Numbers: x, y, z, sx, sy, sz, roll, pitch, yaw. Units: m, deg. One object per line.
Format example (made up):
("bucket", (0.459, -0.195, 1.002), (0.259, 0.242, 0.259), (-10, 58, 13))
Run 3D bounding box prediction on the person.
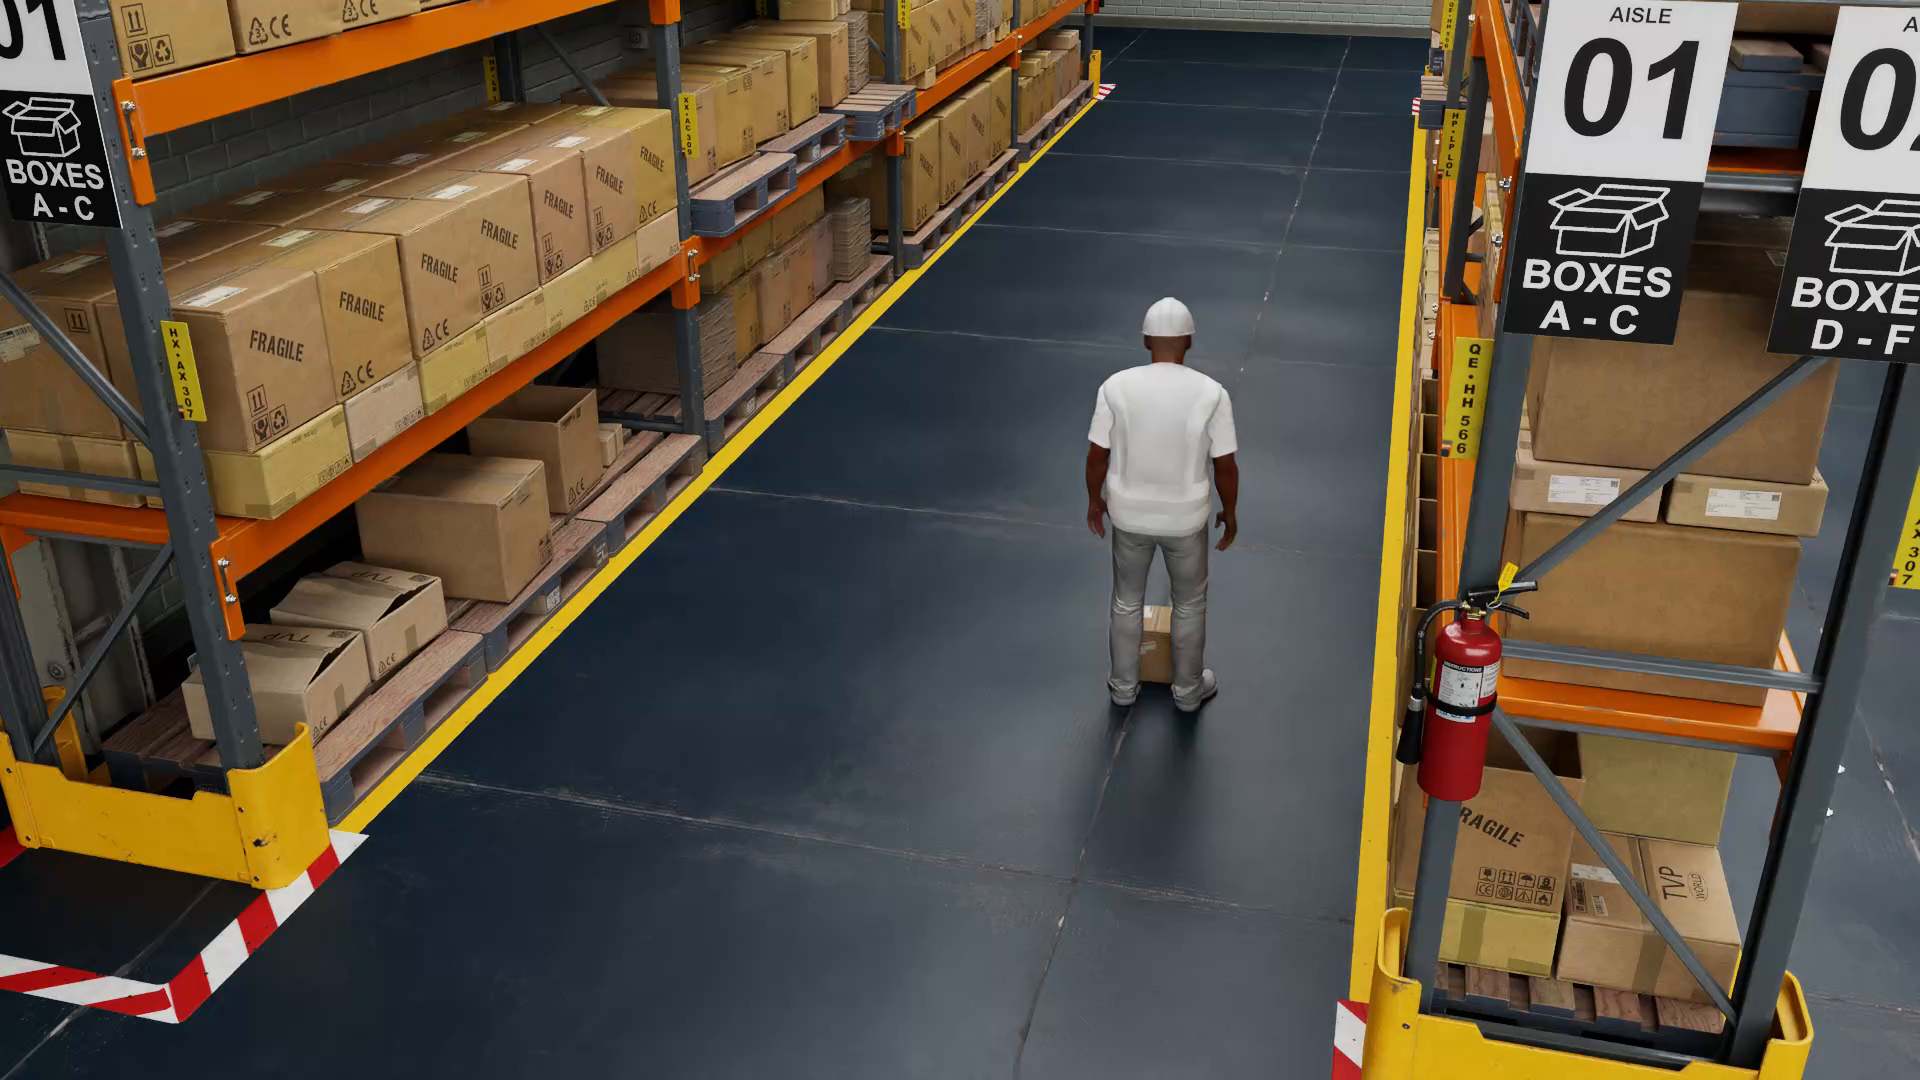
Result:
("person", (0.830, -0.127, 6.857), (0.627, 1.761, 0.456), (6, 26, 13))
